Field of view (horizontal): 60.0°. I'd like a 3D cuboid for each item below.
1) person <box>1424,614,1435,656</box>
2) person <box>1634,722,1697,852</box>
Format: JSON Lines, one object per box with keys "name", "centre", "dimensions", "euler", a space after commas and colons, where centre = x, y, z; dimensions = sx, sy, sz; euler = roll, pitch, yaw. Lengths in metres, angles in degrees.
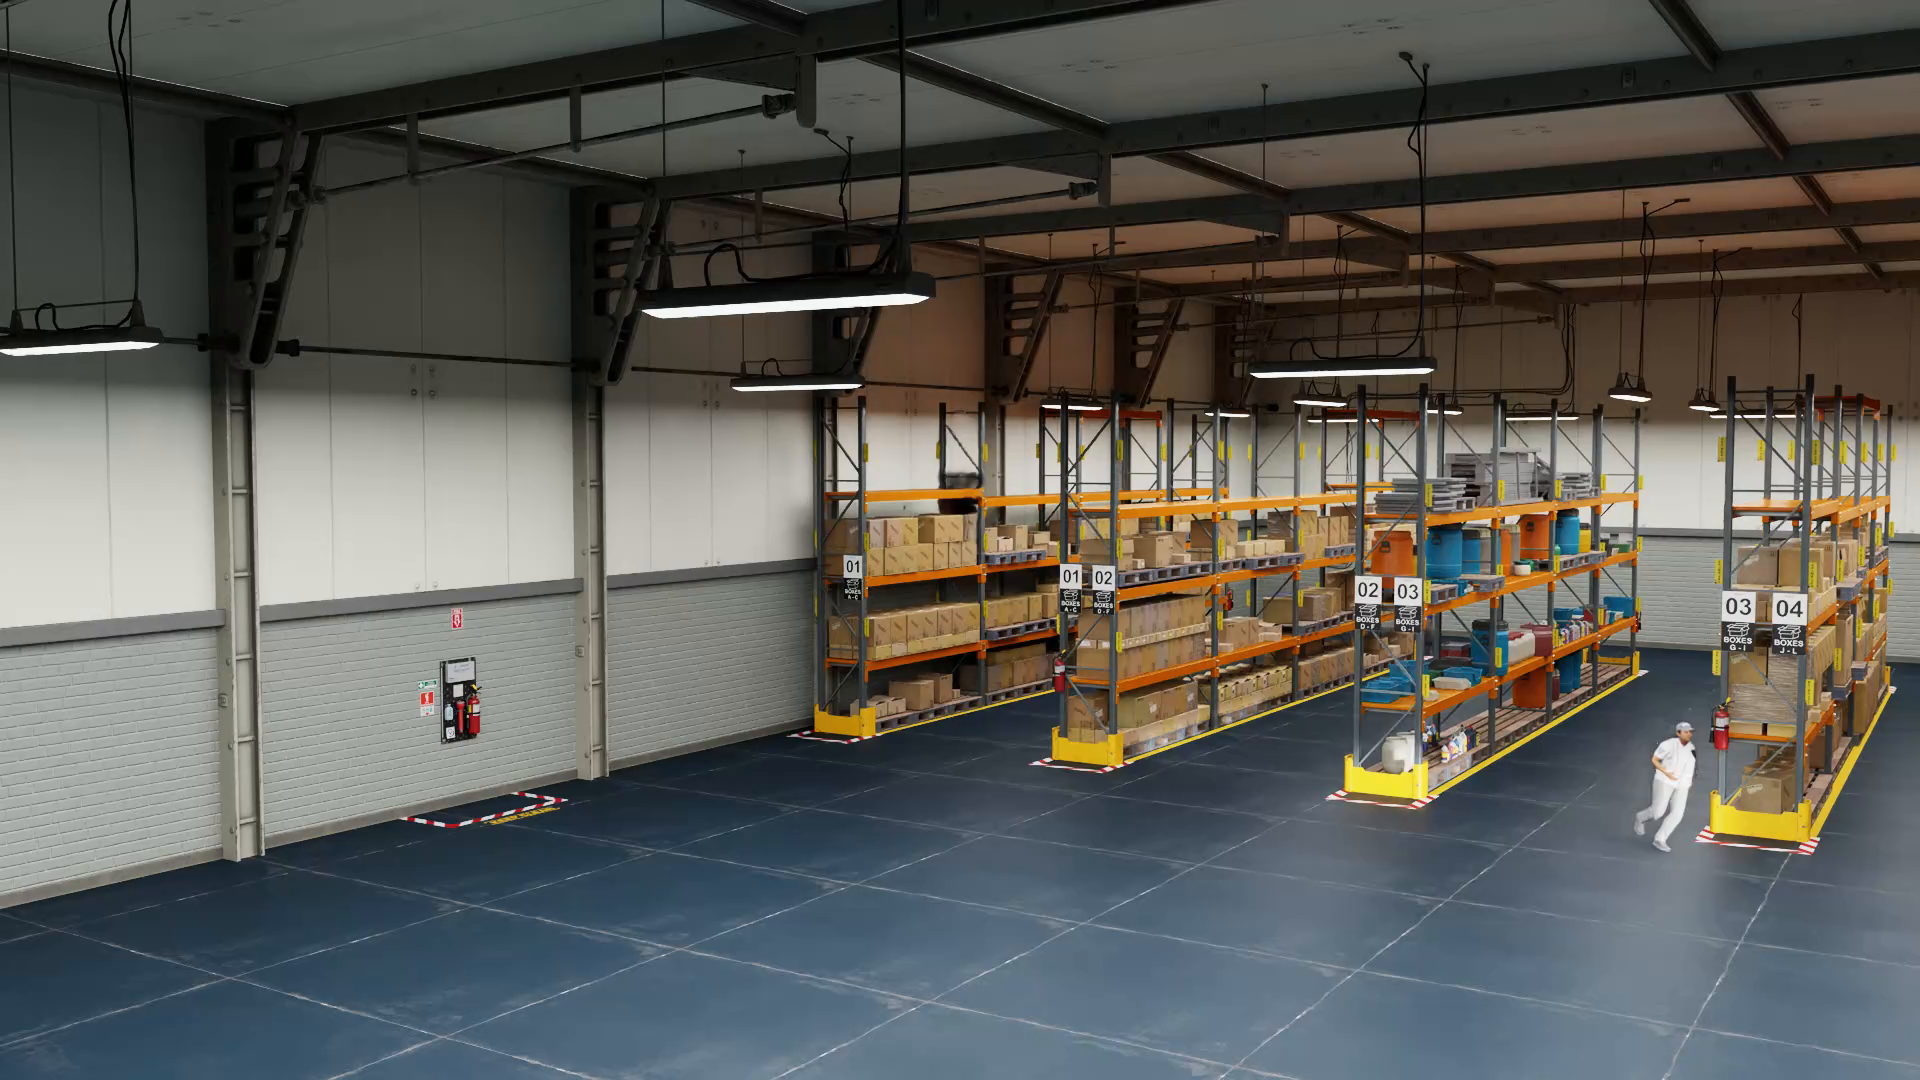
{"name": "person", "centre": [11.529, 2.062, 40.935], "dimensions": [0.596, 1.602, 0.600], "euler": [-3, 4, -40]}
{"name": "person", "centre": [9.073, 3.106, 21.216], "dimensions": [0.668, 1.602, 0.734], "euler": [0, 3, -6]}
